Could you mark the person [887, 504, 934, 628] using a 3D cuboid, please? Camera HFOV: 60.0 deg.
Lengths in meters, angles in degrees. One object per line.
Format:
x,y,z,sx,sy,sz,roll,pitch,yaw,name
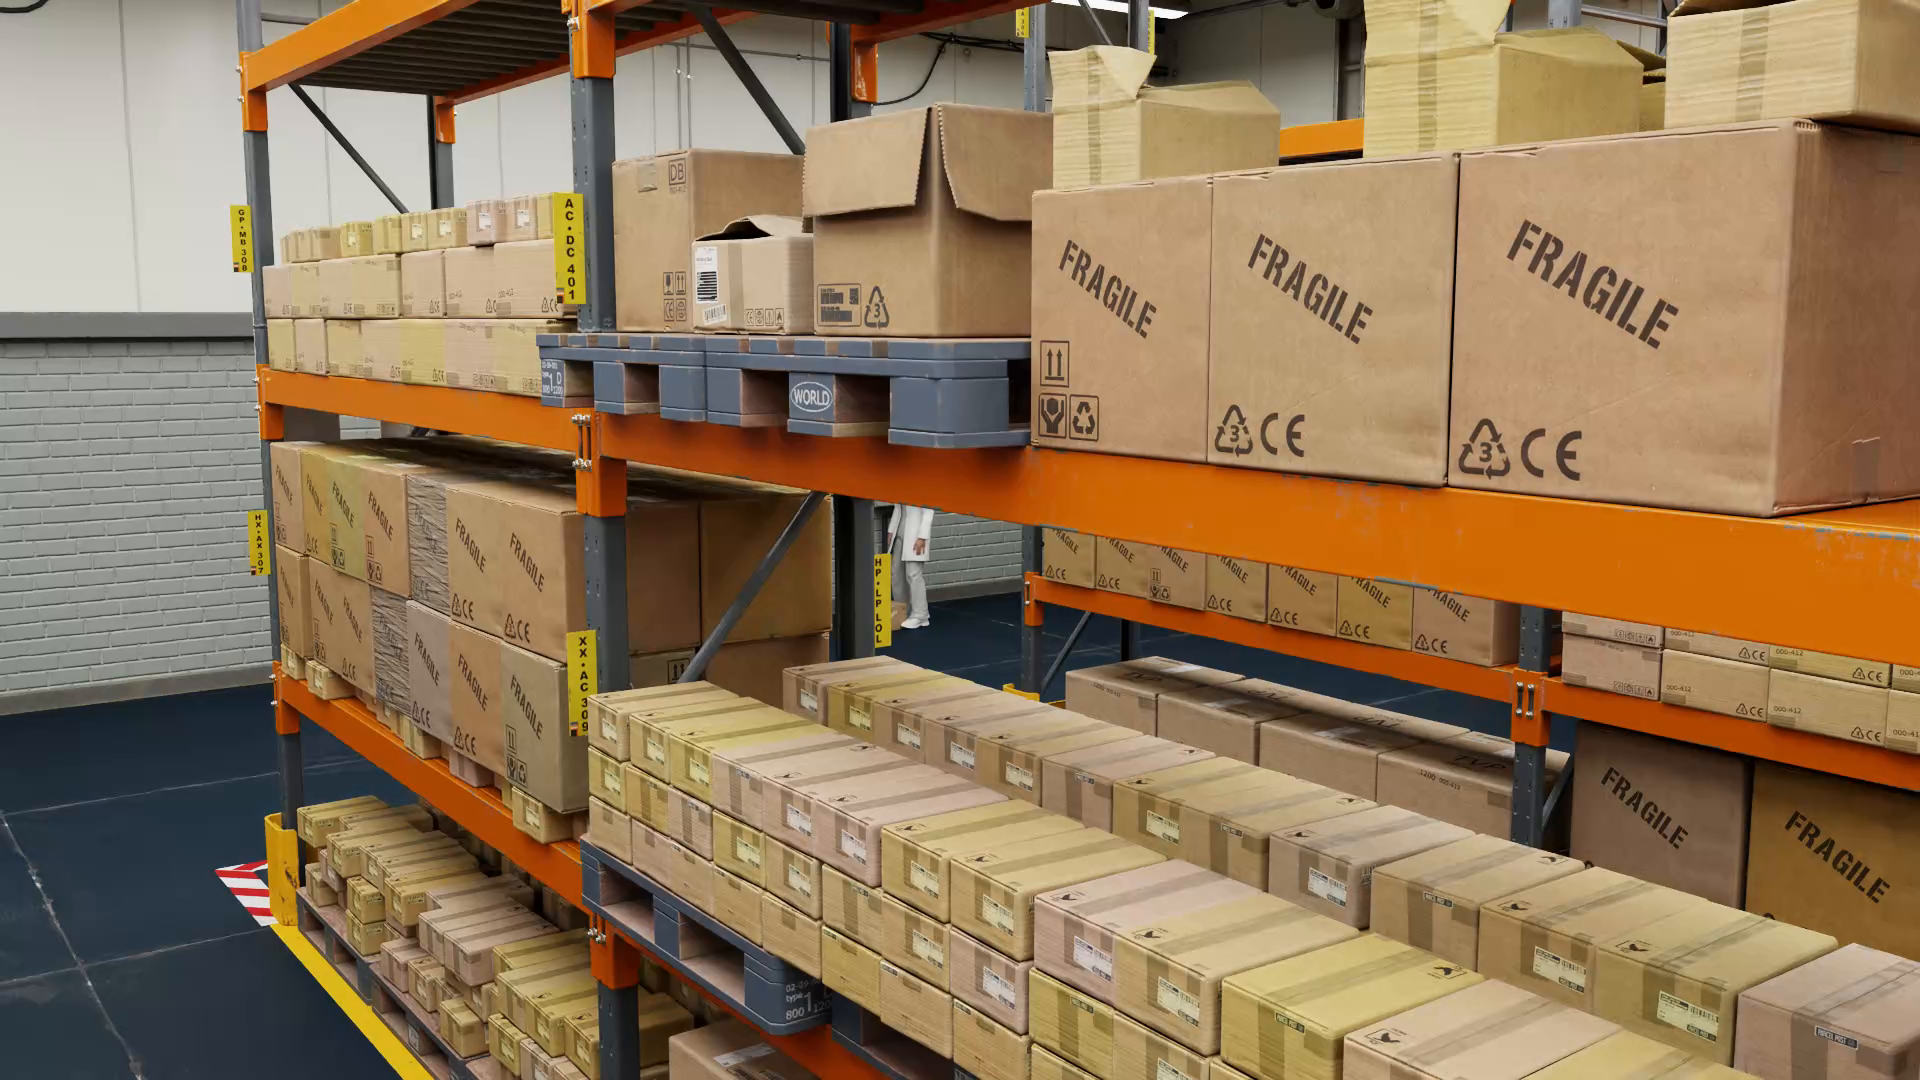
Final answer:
-0.508,-0.025,16.544,0.427,1.774,0.644,-5,9,-36,person
